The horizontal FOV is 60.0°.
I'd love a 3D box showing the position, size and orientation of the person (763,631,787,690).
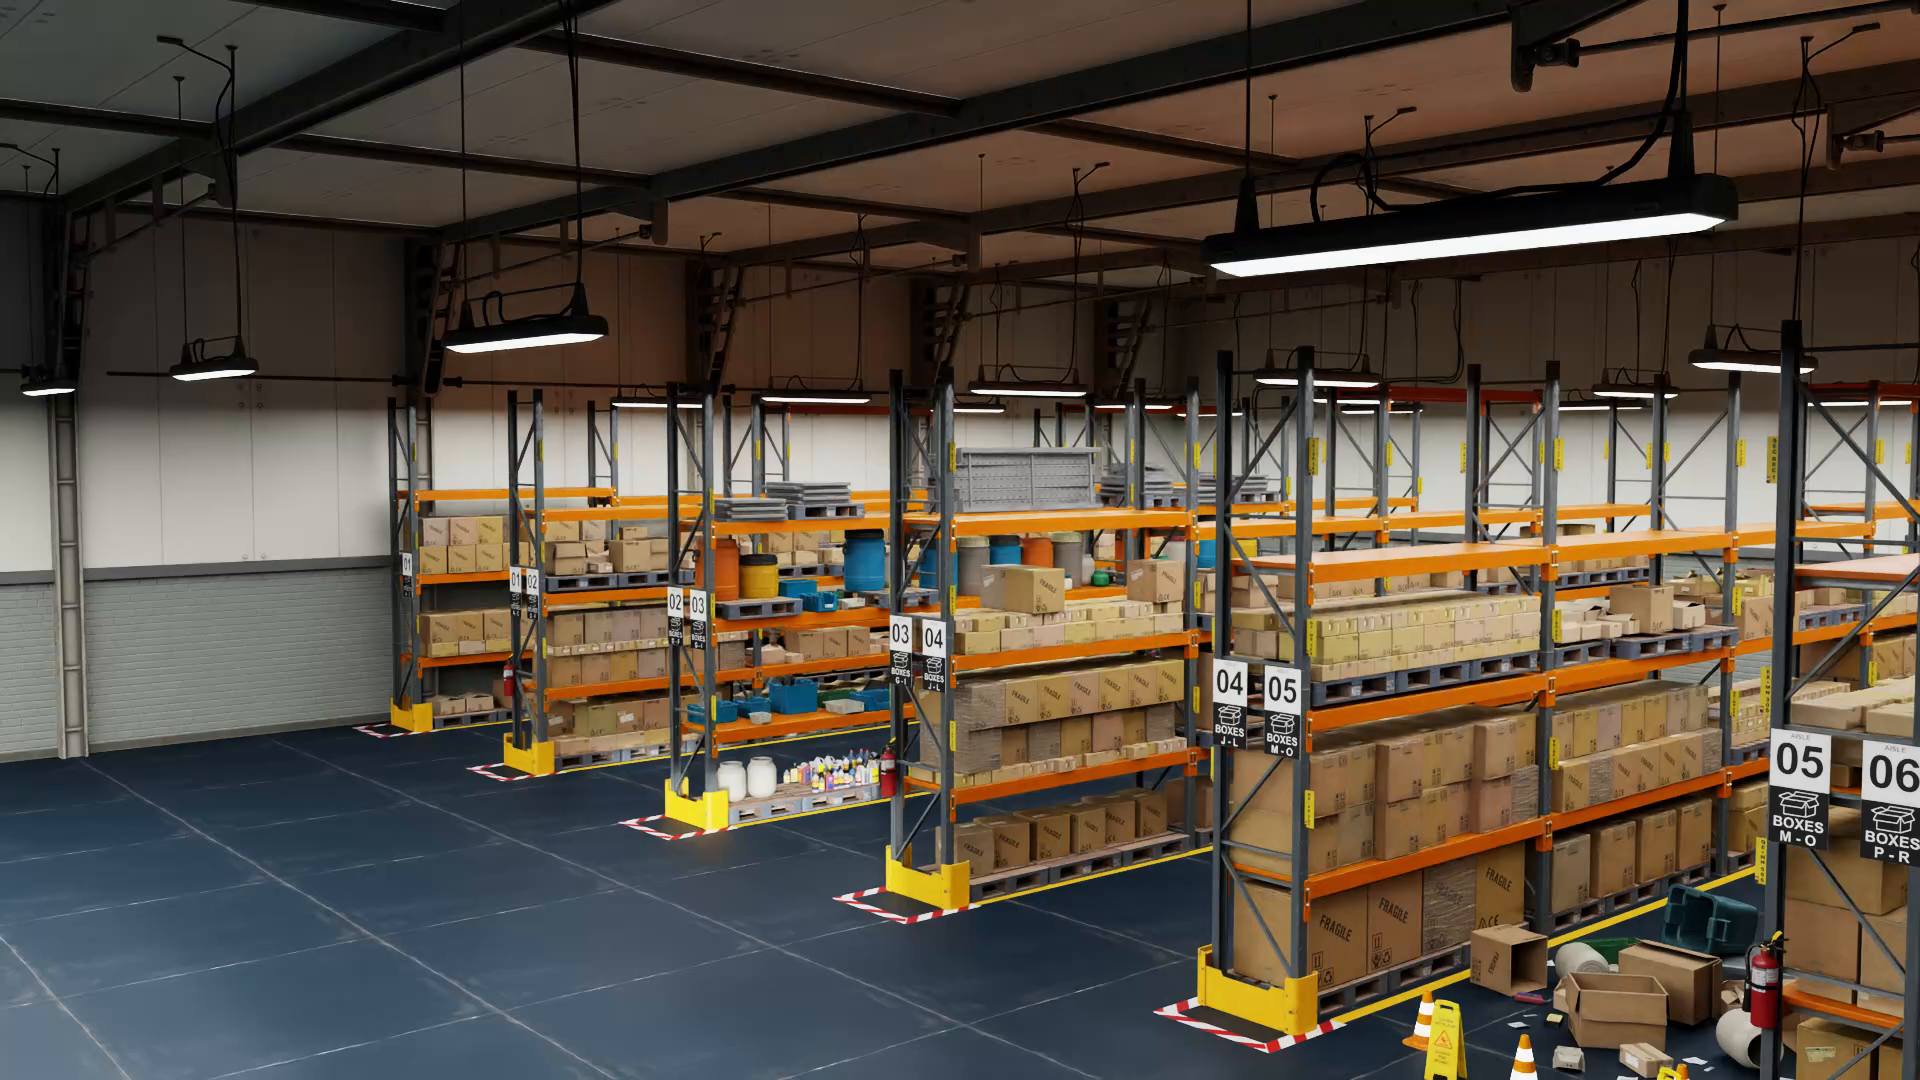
[{"bbox_3d":[-3.530,2.535,31.229,0.559,1.677,0.733,2,4,32],"label":"person"}]
